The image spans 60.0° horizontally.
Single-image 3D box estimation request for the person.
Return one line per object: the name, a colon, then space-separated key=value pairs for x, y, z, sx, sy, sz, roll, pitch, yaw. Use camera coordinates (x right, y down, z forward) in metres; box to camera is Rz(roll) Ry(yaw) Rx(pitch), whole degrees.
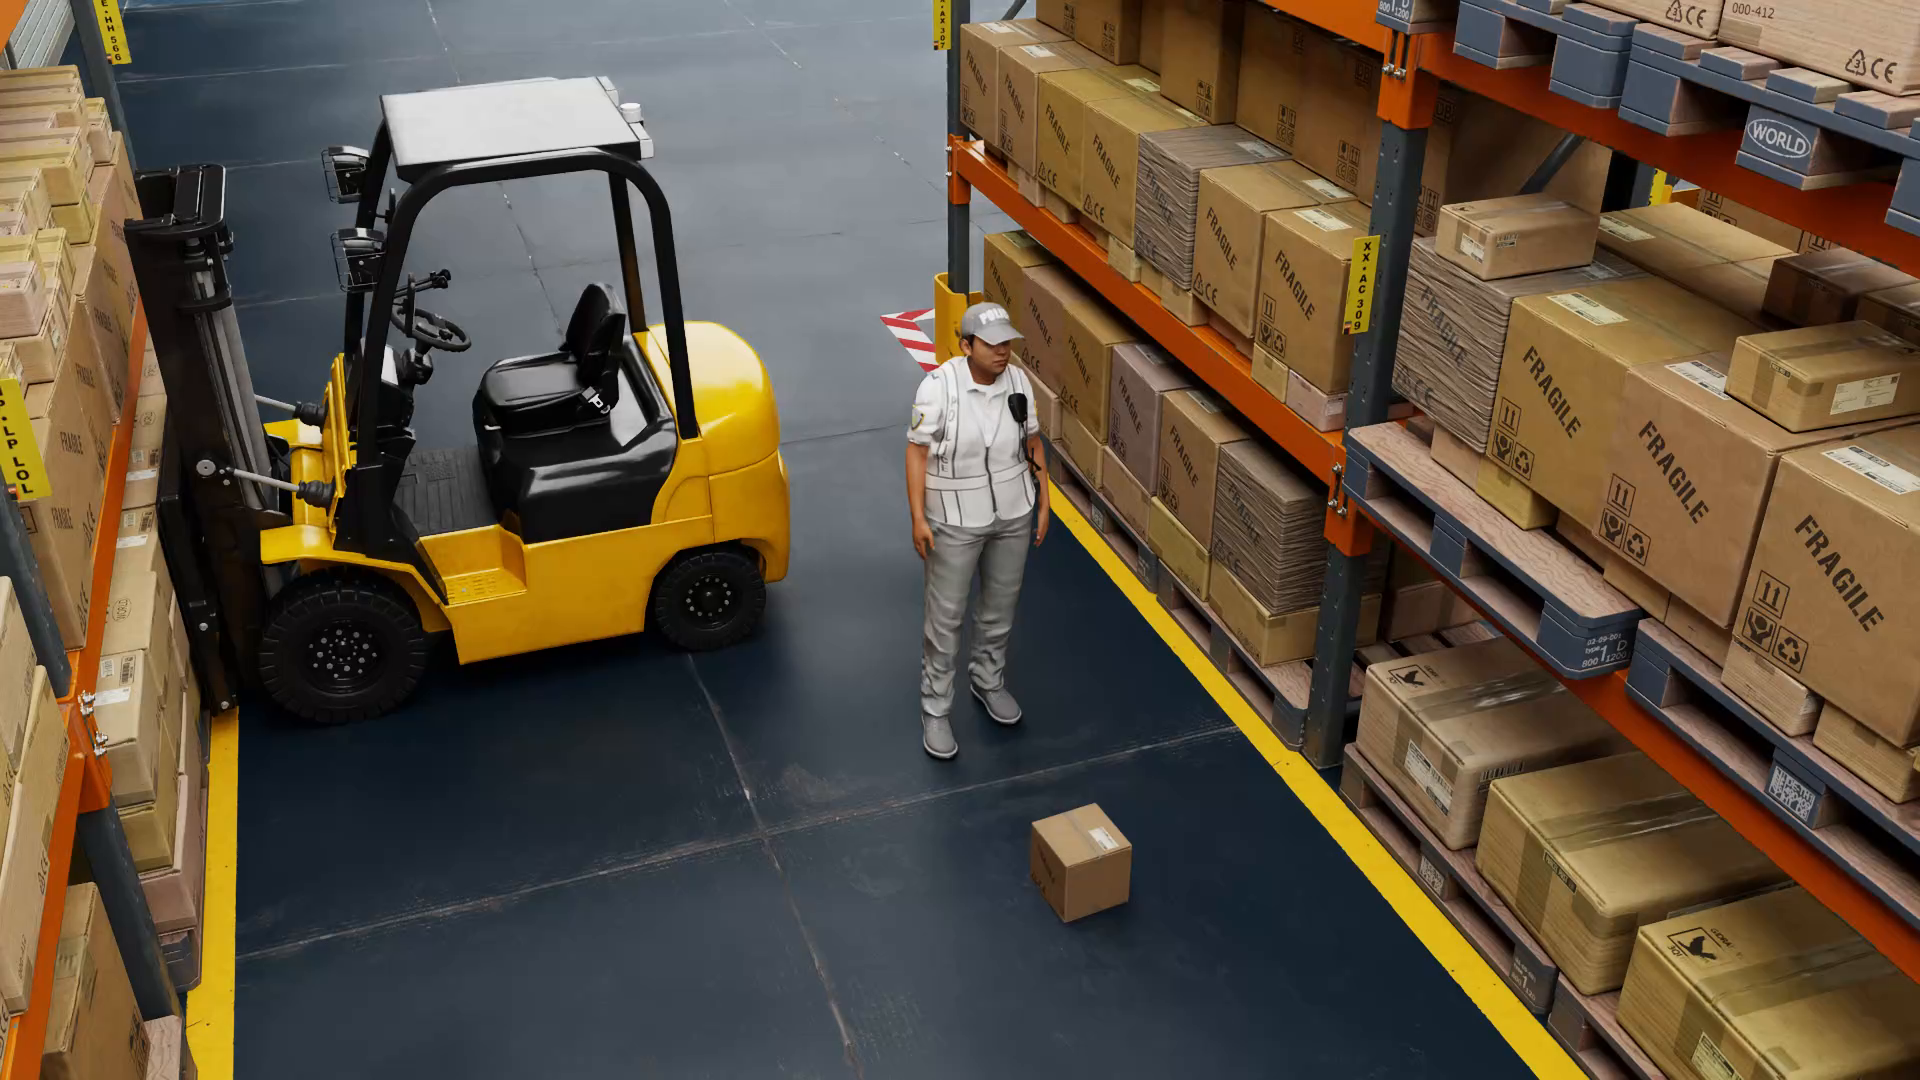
person: x=0.082 y=-0.050 z=6.192 sx=0.598 sy=1.670 sz=0.529 roll=-11 pitch=32 yaw=-18
